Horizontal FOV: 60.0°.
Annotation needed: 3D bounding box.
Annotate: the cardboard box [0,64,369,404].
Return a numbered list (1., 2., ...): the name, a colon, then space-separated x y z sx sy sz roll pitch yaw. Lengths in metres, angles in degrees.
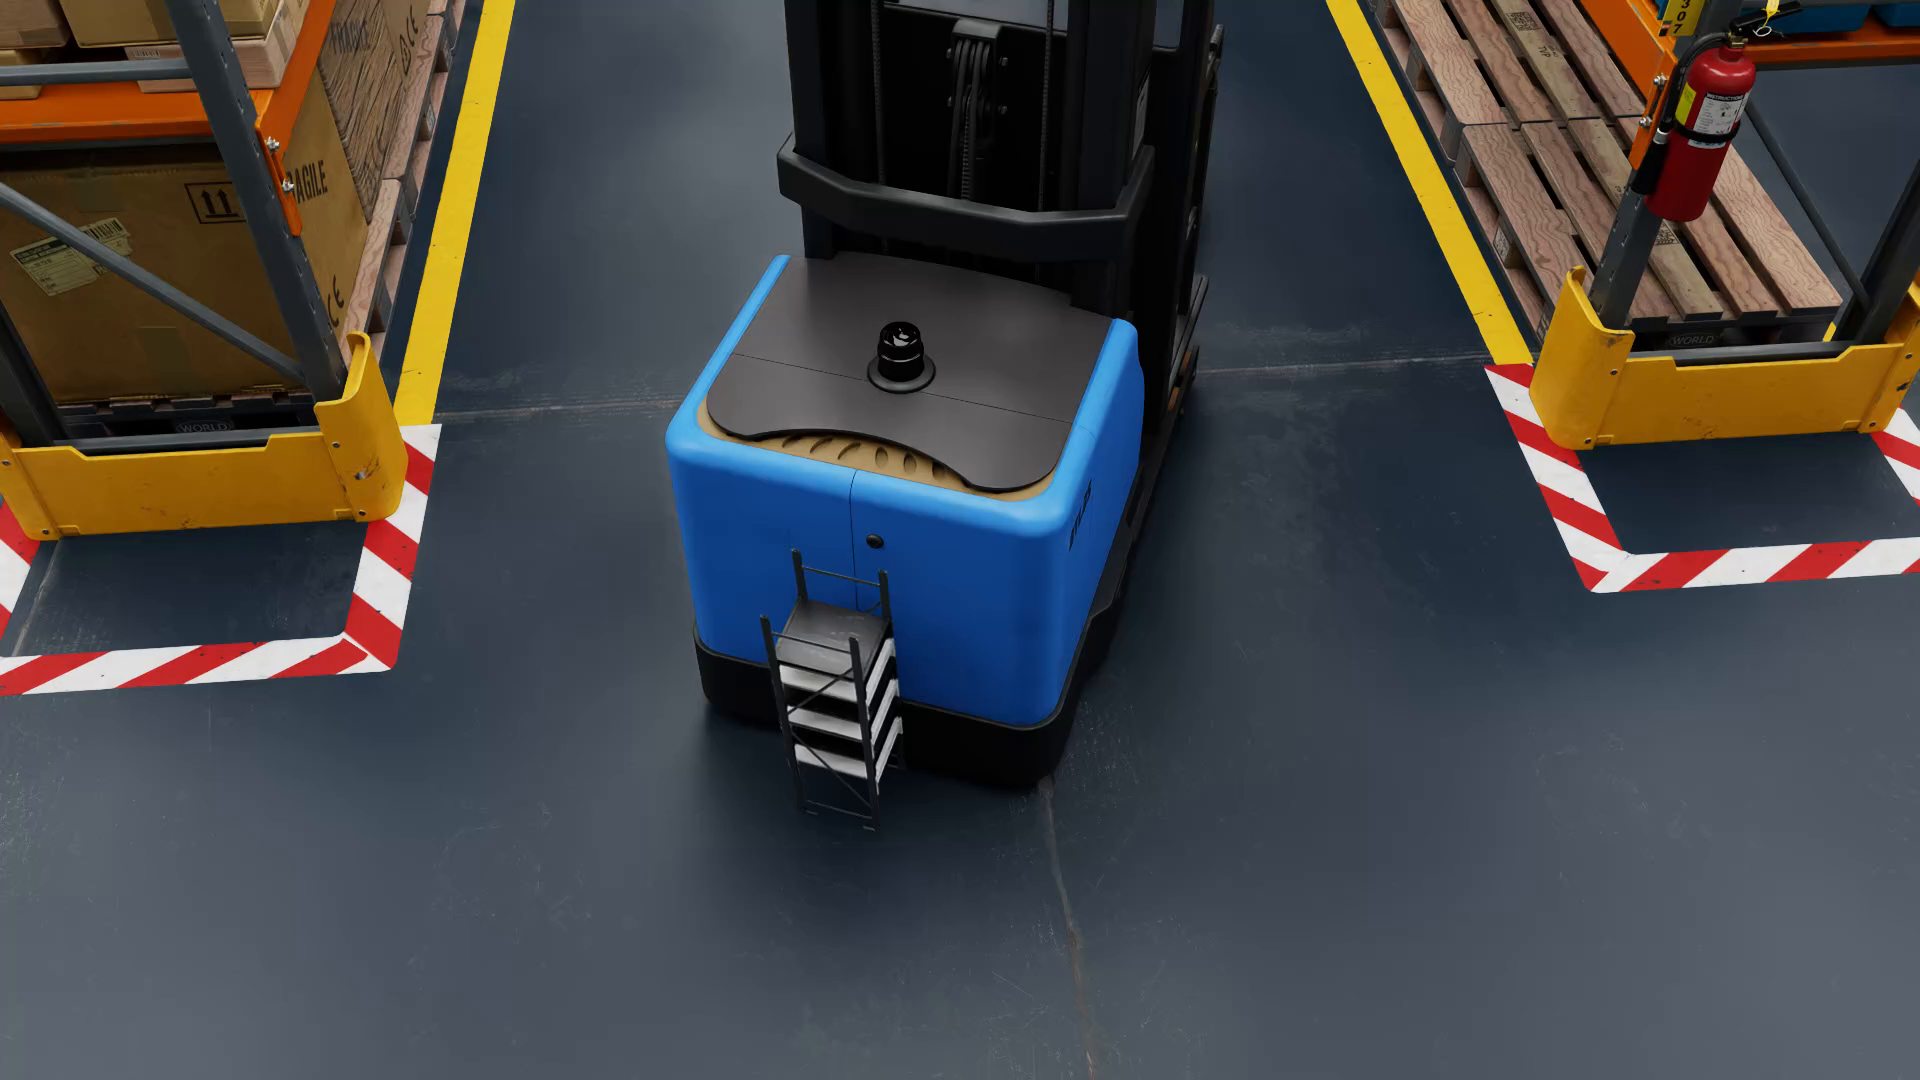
1. cardboard box: -2.534 -1.074 5.375 0.875 0.875 0.875 -3 47 -3

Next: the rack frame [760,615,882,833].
1. rack frame: -0.337 0.483 4.174 0.240 0.900 0.006 13 53 12

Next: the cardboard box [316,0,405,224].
1. cardboard box: -2.610 -1.732 5.999 0.875 0.875 0.875 -3 47 -3

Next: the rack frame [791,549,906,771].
1. rack frame: -0.276 0.331 4.294 0.240 0.900 0.006 13 53 12

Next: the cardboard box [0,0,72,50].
1. cardboard box: -2.705 -1.587 4.586 0.500 0.250 0.500 -4 47 -4

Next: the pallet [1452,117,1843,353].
1. pallet: 2.505 -1.143 6.187 1.003 0.211 1.213 -3 47 -3

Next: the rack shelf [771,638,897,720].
1. rack shelf: -0.310 0.315 4.120 0.258 0.077 0.200 13 53 12

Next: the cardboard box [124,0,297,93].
1. cardboard box: -2.101 -1.393 4.676 0.380 0.149 0.250 -3 47 -3

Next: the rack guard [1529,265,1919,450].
1. rack guard: 2.550 -0.627 5.499 1.175 0.500 0.348 -3 47 -3

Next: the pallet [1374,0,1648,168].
1. pallet: 2.406 -2.024 7.021 1.003 0.211 1.213 -3 47 -3

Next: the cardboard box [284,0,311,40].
1. cardboard box: -2.124 -1.578 4.852 0.380 0.149 0.250 -4 47 -4

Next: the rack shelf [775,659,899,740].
1. rack shelf: -0.308 0.372 4.190 0.258 0.077 0.200 13 53 12

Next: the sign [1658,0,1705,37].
1. sign: 1.988 -1.514 4.506 0.100 0.325 0.005 -3 47 -3

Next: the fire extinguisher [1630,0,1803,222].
1. fire extinguisher: 2.095 -1.211 4.642 0.296 0.674 0.183 -3 47 -3

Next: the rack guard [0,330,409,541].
1. rack guard: -2.398 -0.325 5.214 1.175 0.500 0.348 -3 47 -3

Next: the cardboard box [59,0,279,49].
1. cardboard box: -2.172 -1.616 4.613 0.500 0.250 0.500 -5 47 -4

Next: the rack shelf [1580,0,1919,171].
1. rack shelf: 2.368 -2.703 6.239 1.077 0.370 4.000 -3 47 -3

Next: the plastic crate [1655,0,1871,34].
1. plastic crate: 2.321 -1.767 4.792 0.616 0.435 0.499 -3 47 -3

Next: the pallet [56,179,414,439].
1. pallet: -2.545 -0.817 5.878 1.003 0.211 1.213 -3 47 -3

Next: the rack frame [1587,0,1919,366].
1. rack frame: 2.535 -1.503 4.608 1.000 3.000 0.127 -3 47 -3

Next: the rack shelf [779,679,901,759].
1. rack shelf: -0.306 0.428 4.260 0.258 0.077 0.200 13 53 12

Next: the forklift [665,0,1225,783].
1. forklift: 0.184 -1.440 4.595 1.130 2.935 3.031 13 48 12

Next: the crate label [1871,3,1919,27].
1. crate label: 2.843 -1.665 4.835 0.416 0.233 0.303 -3 47 -3

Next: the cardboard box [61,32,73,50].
1. cardboard box: -2.782 -1.541 4.817 0.380 0.149 0.250 -3 47 -3

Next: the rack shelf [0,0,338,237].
1. rack shelf: -2.568 -2.402 5.954 1.077 0.370 4.000 -3 47 -3

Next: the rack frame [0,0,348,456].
1. rack frame: -2.400 -1.202 4.322 1.000 3.000 0.127 -3 47 -3

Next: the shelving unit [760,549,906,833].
1. shelving unit: -0.306 0.407 4.234 0.258 0.900 0.210 13 53 12

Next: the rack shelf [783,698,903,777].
1. rack shelf: -0.303 0.484 4.330 0.258 0.077 0.200 13 53 12

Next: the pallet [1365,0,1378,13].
1. pallet: 2.301 -2.909 7.859 1.003 0.211 1.213 -3 47 -3

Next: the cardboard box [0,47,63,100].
1. cardboard box: -2.758 -1.353 4.639 0.380 0.149 0.250 -3 47 -3

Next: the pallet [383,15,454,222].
1. pallet: -2.644 -1.698 6.712 1.003 0.211 1.213 -3 47 -3

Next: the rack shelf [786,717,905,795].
1. rack shelf: -0.301 0.541 4.400 0.258 0.077 0.200 13 53 12

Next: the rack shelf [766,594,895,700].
1. rack shelf: -0.313 0.259 4.050 0.258 0.077 0.200 13 53 12

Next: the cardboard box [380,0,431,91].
1. cardboard box: -2.684 -2.376 6.609 0.875 0.875 0.875 -3 47 -3

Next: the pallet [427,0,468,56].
1. pallet: -2.750 -2.582 7.550 1.003 0.211 1.213 -3 47 -3
